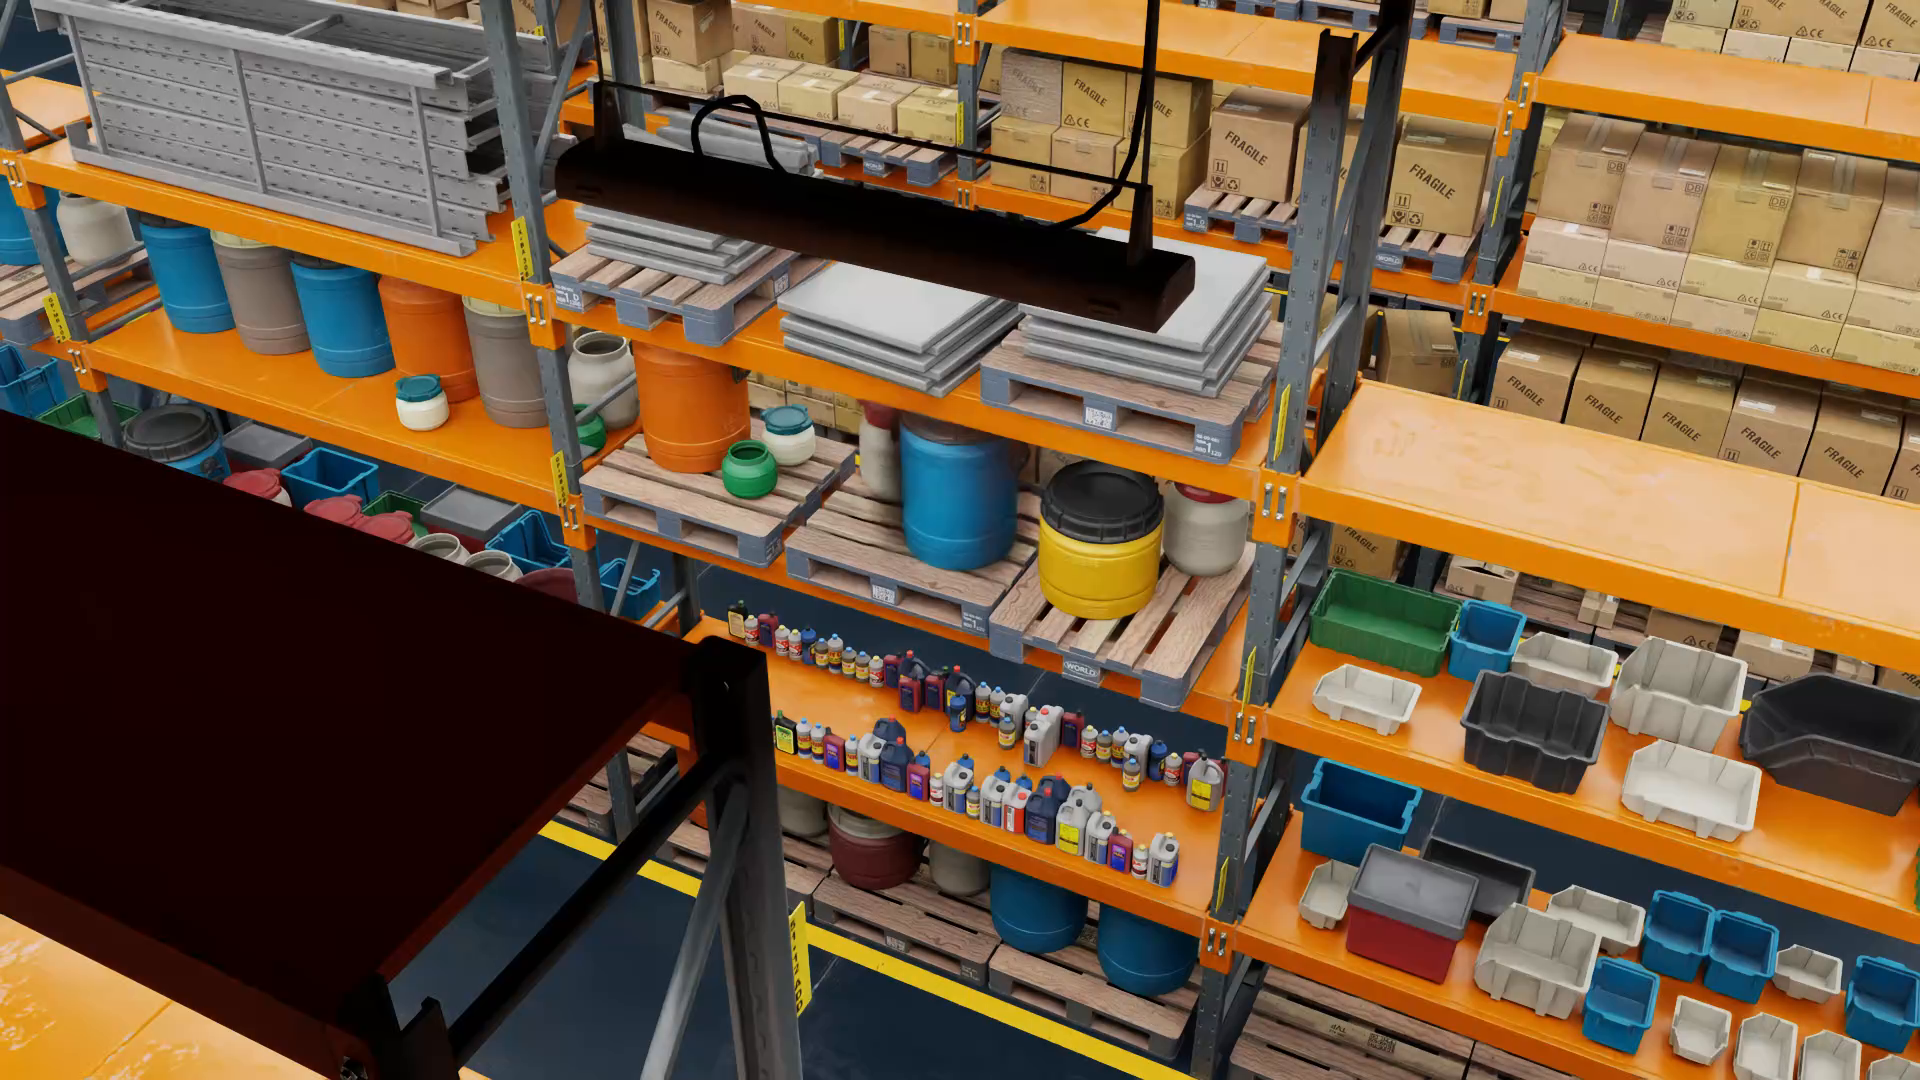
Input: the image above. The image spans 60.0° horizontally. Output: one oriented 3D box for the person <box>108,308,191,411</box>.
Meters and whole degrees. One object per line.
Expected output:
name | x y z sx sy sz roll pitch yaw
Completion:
person | -7.310 -1.676 14.717 0.950 1.721 0.592 -1 35 -1
